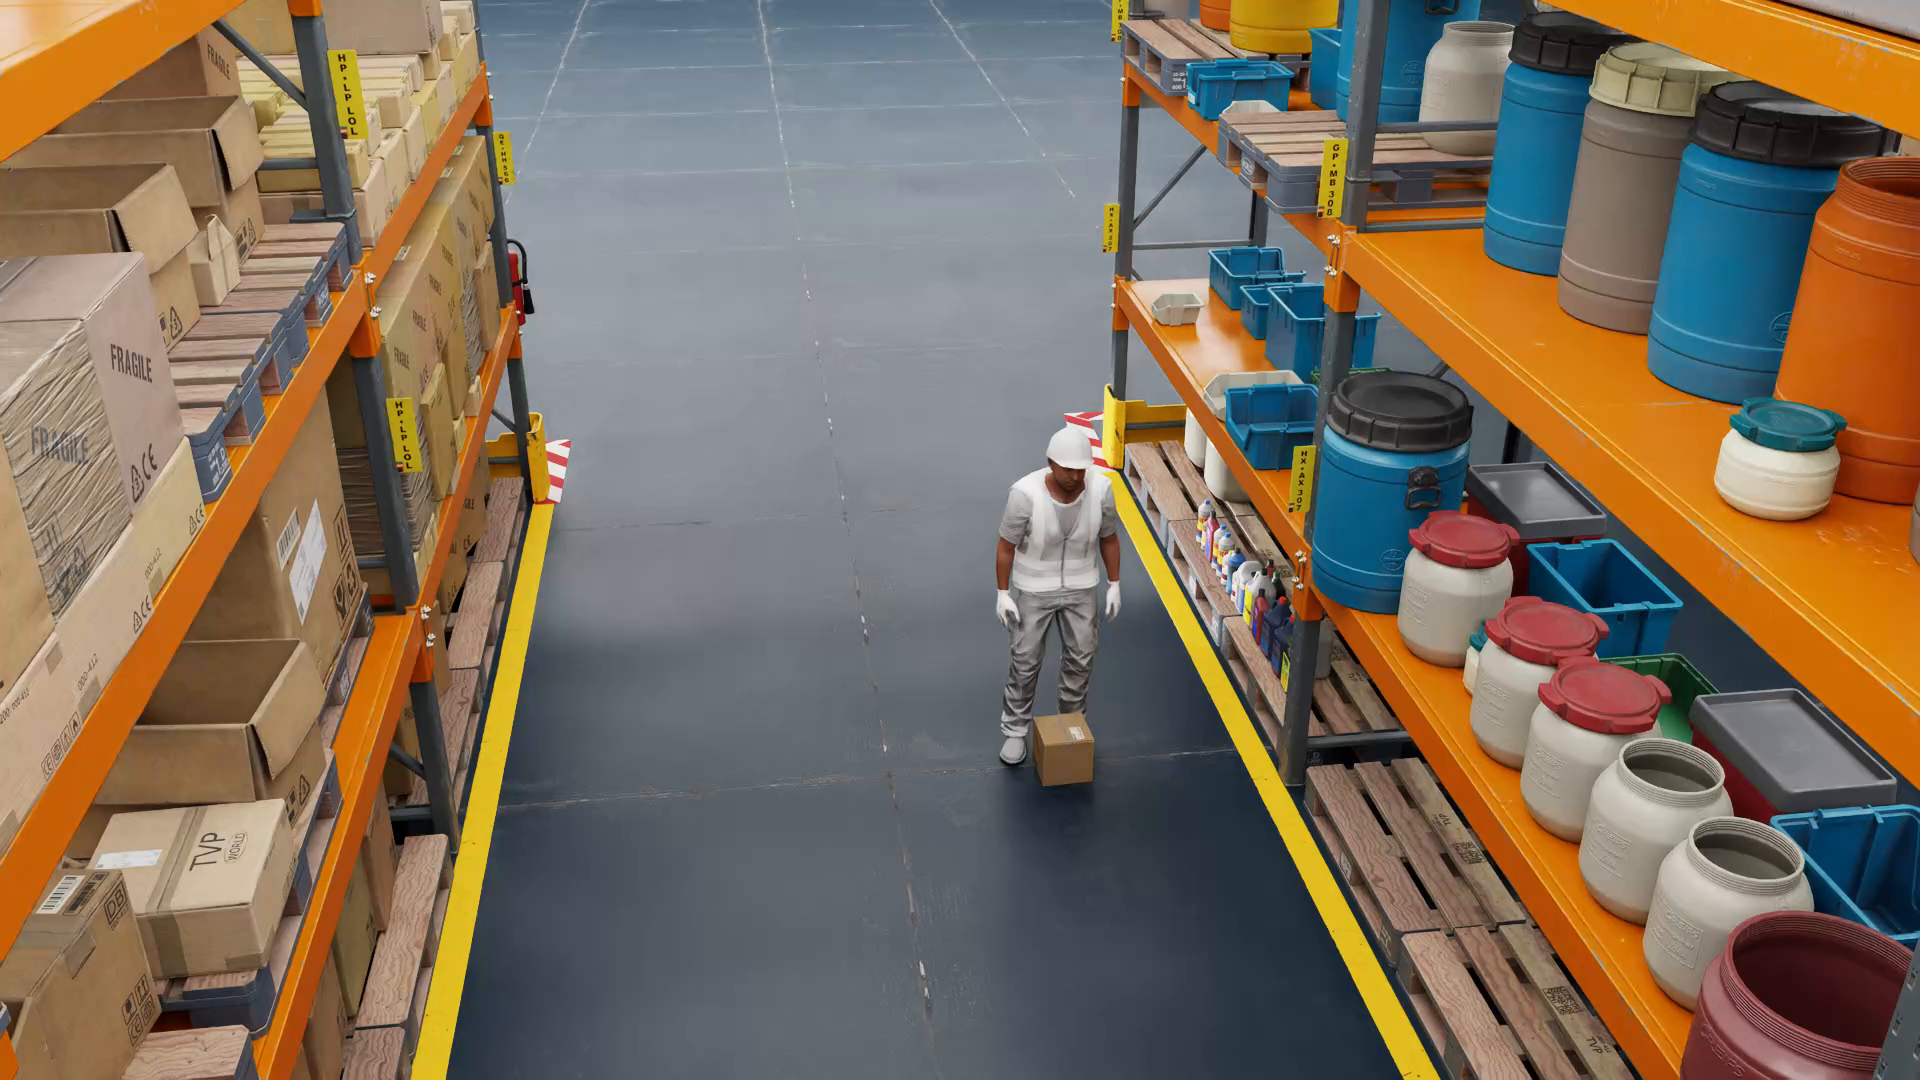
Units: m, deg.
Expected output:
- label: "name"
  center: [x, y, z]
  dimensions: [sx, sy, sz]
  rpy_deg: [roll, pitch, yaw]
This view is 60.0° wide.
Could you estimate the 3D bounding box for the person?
- label: "person"
  center: [0.479, 0.256, 8.099]
  dimensions: [0.632, 1.776, 0.444]
  rpy_deg: [-5, 27, -9]
